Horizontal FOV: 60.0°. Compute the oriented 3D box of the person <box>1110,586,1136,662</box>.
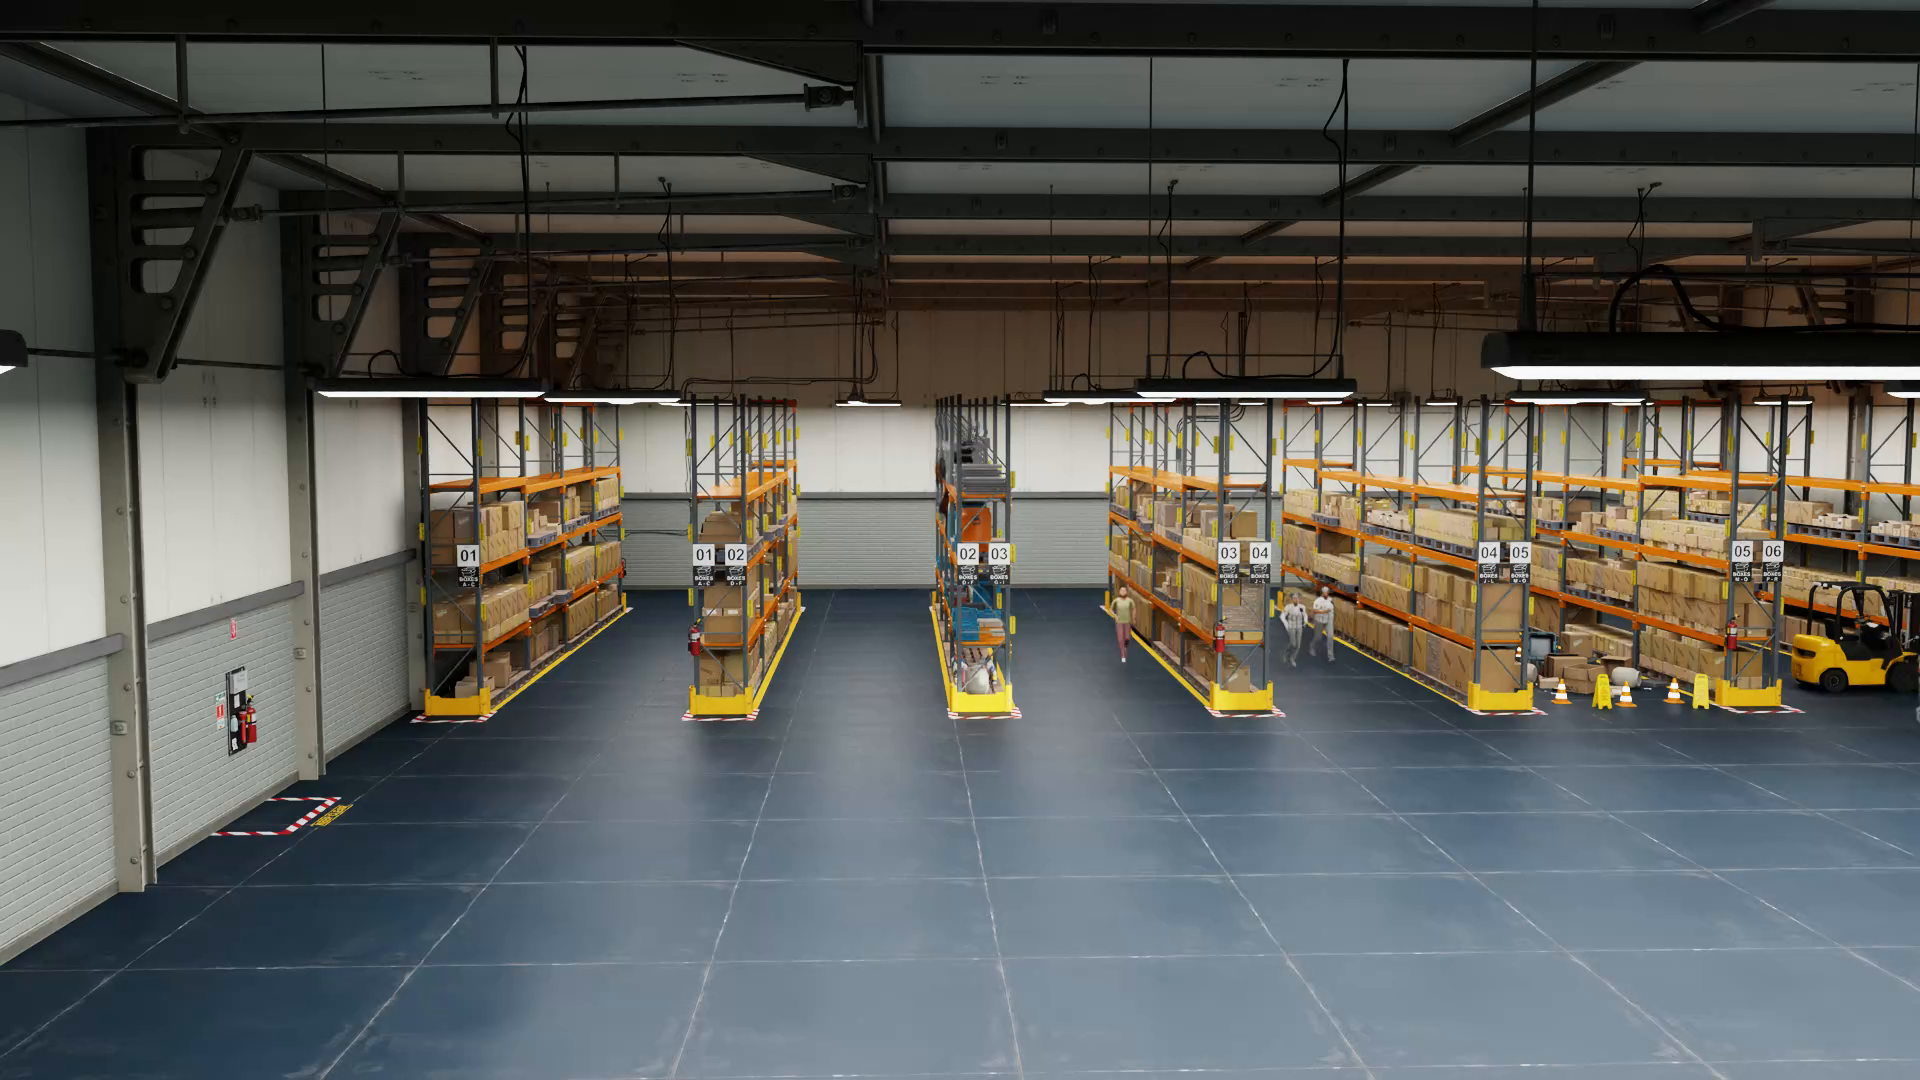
[{"bbox_3d":[3.516,1.804,35.836,0.582,1.641,0.527,0,4,2],"label":"person"}]

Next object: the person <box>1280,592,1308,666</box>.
[{"bbox_3d":[7.478,1.983,37.060,0.596,1.668,0.567,0,5,-6],"label":"person"}]

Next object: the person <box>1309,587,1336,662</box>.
[{"bbox_3d":[8.277,1.887,37.903,0.598,1.669,0.933,-1,5,-17],"label":"person"}]
